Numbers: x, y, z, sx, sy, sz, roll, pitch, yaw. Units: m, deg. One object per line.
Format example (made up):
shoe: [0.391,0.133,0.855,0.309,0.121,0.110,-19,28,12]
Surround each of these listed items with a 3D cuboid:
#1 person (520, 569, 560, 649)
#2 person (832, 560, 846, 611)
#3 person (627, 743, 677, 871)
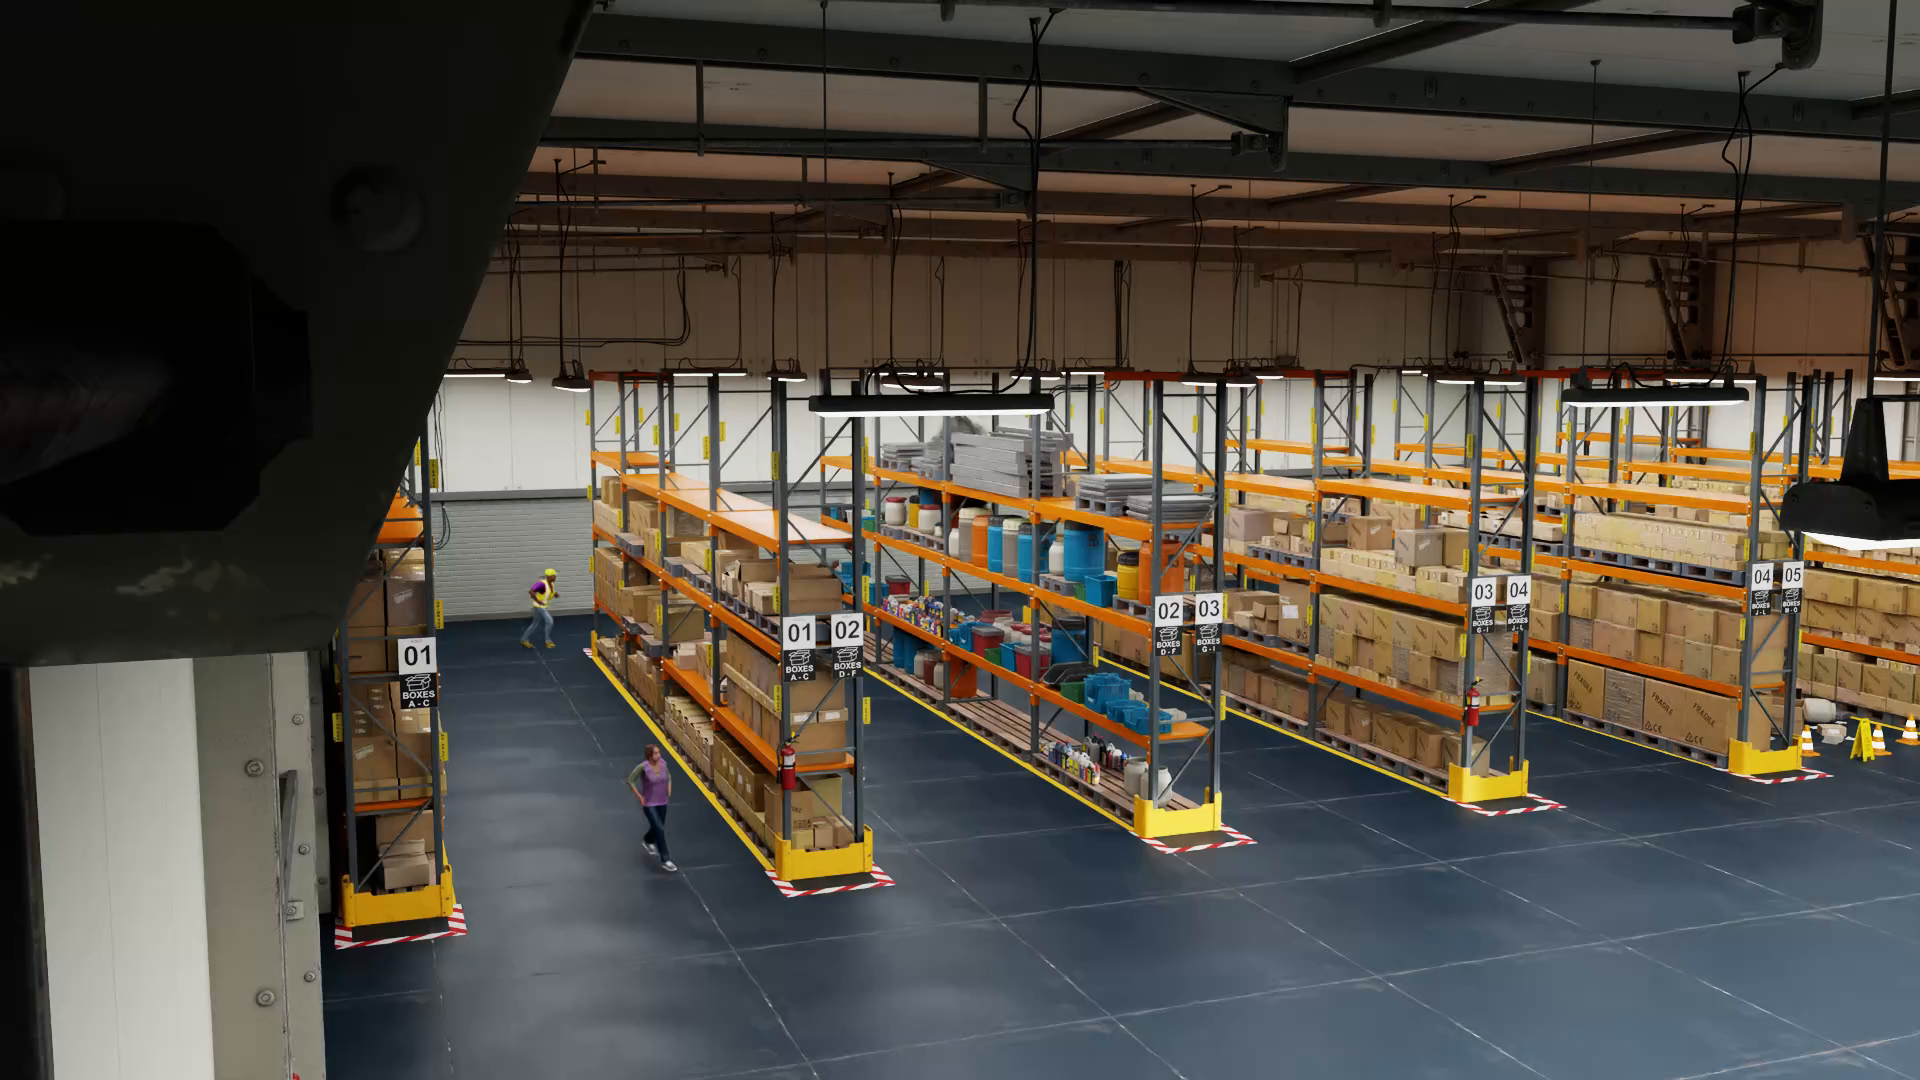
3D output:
person: [-9.086,1.473,36.010,0.842,1.708,0.701,0,6,1]
person: [-2.827,1.289,37.885,0.498,1.649,0.579,1,6,5]
person: [-3.810,3.254,20.512,0.544,1.570,0.825,-6,9,-44]
